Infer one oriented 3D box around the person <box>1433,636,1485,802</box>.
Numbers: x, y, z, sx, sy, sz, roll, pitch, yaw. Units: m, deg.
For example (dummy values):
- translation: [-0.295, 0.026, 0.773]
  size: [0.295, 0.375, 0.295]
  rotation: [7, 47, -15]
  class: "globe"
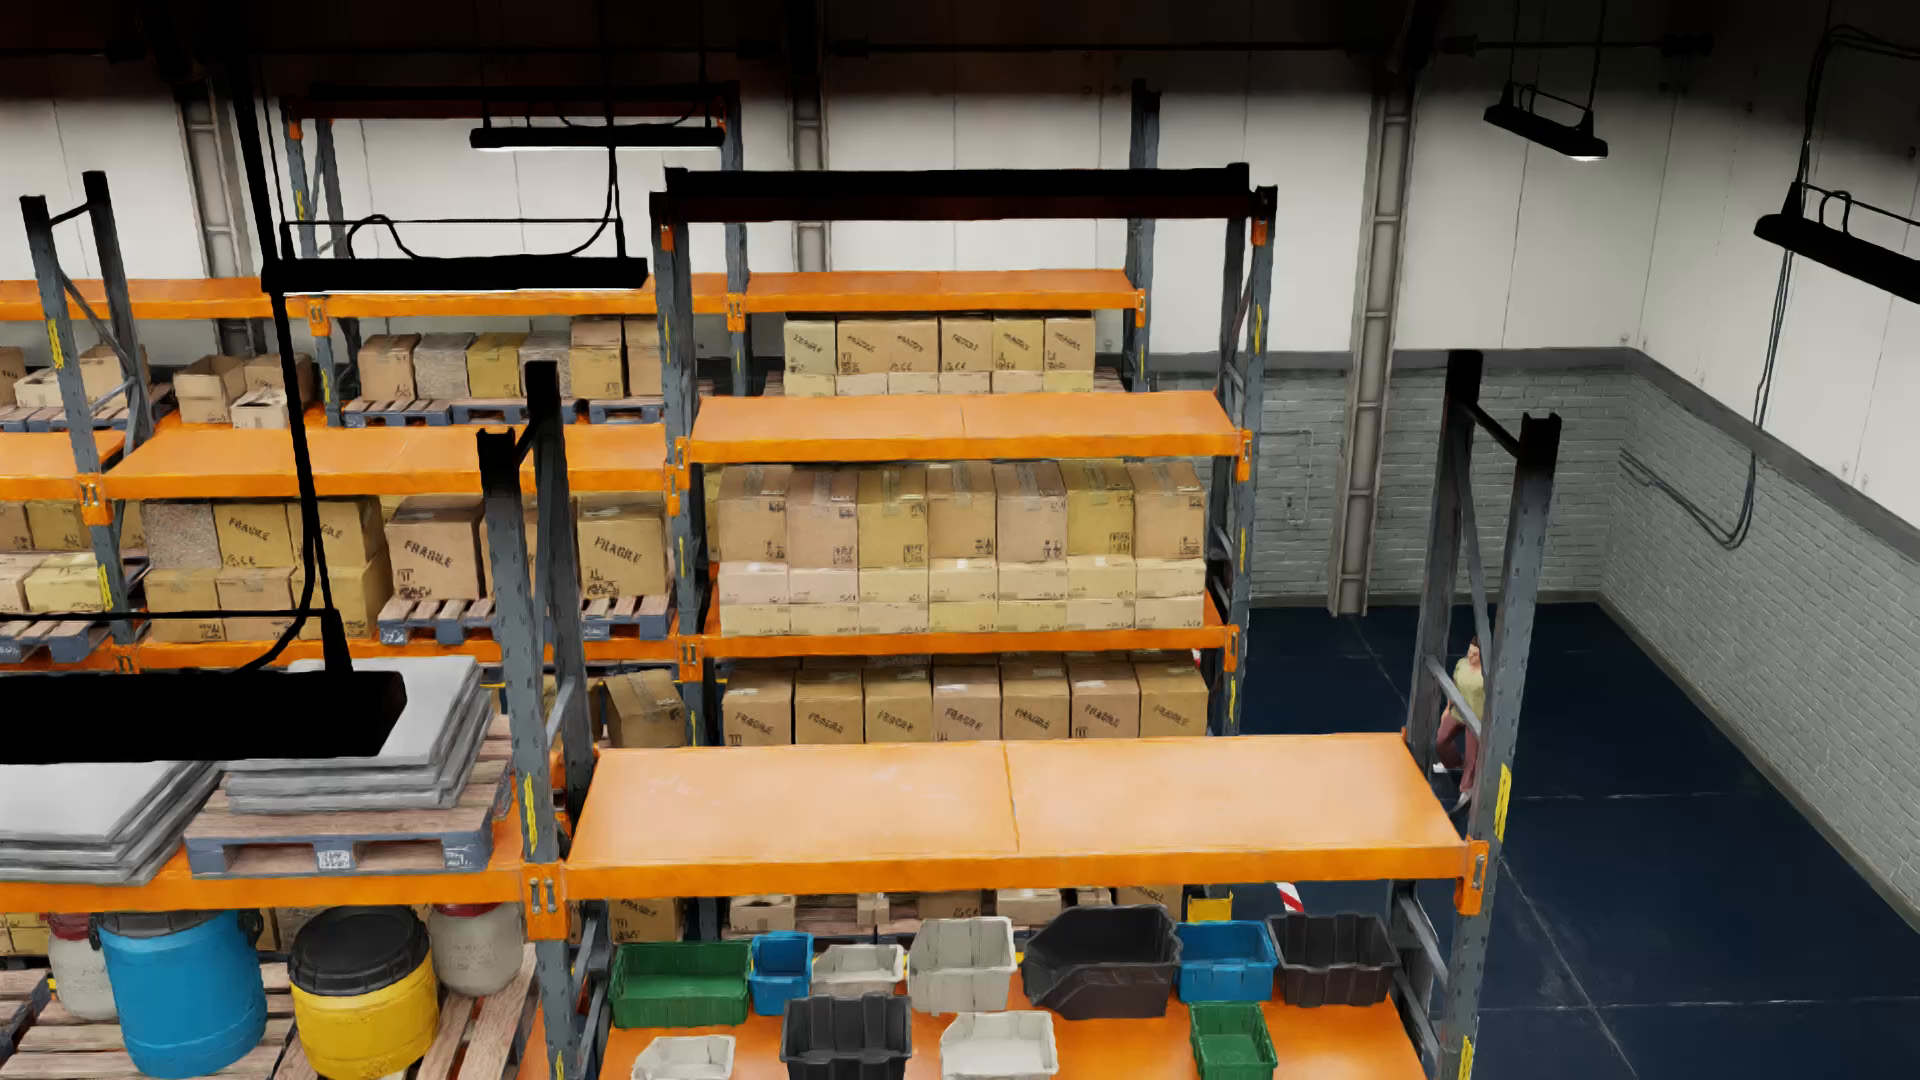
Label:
- translation: [4.588, 1.555, 15.102]
  size: [0.481, 1.665, 0.638]
  rotation: [-19, 29, -39]
  class: "person"
